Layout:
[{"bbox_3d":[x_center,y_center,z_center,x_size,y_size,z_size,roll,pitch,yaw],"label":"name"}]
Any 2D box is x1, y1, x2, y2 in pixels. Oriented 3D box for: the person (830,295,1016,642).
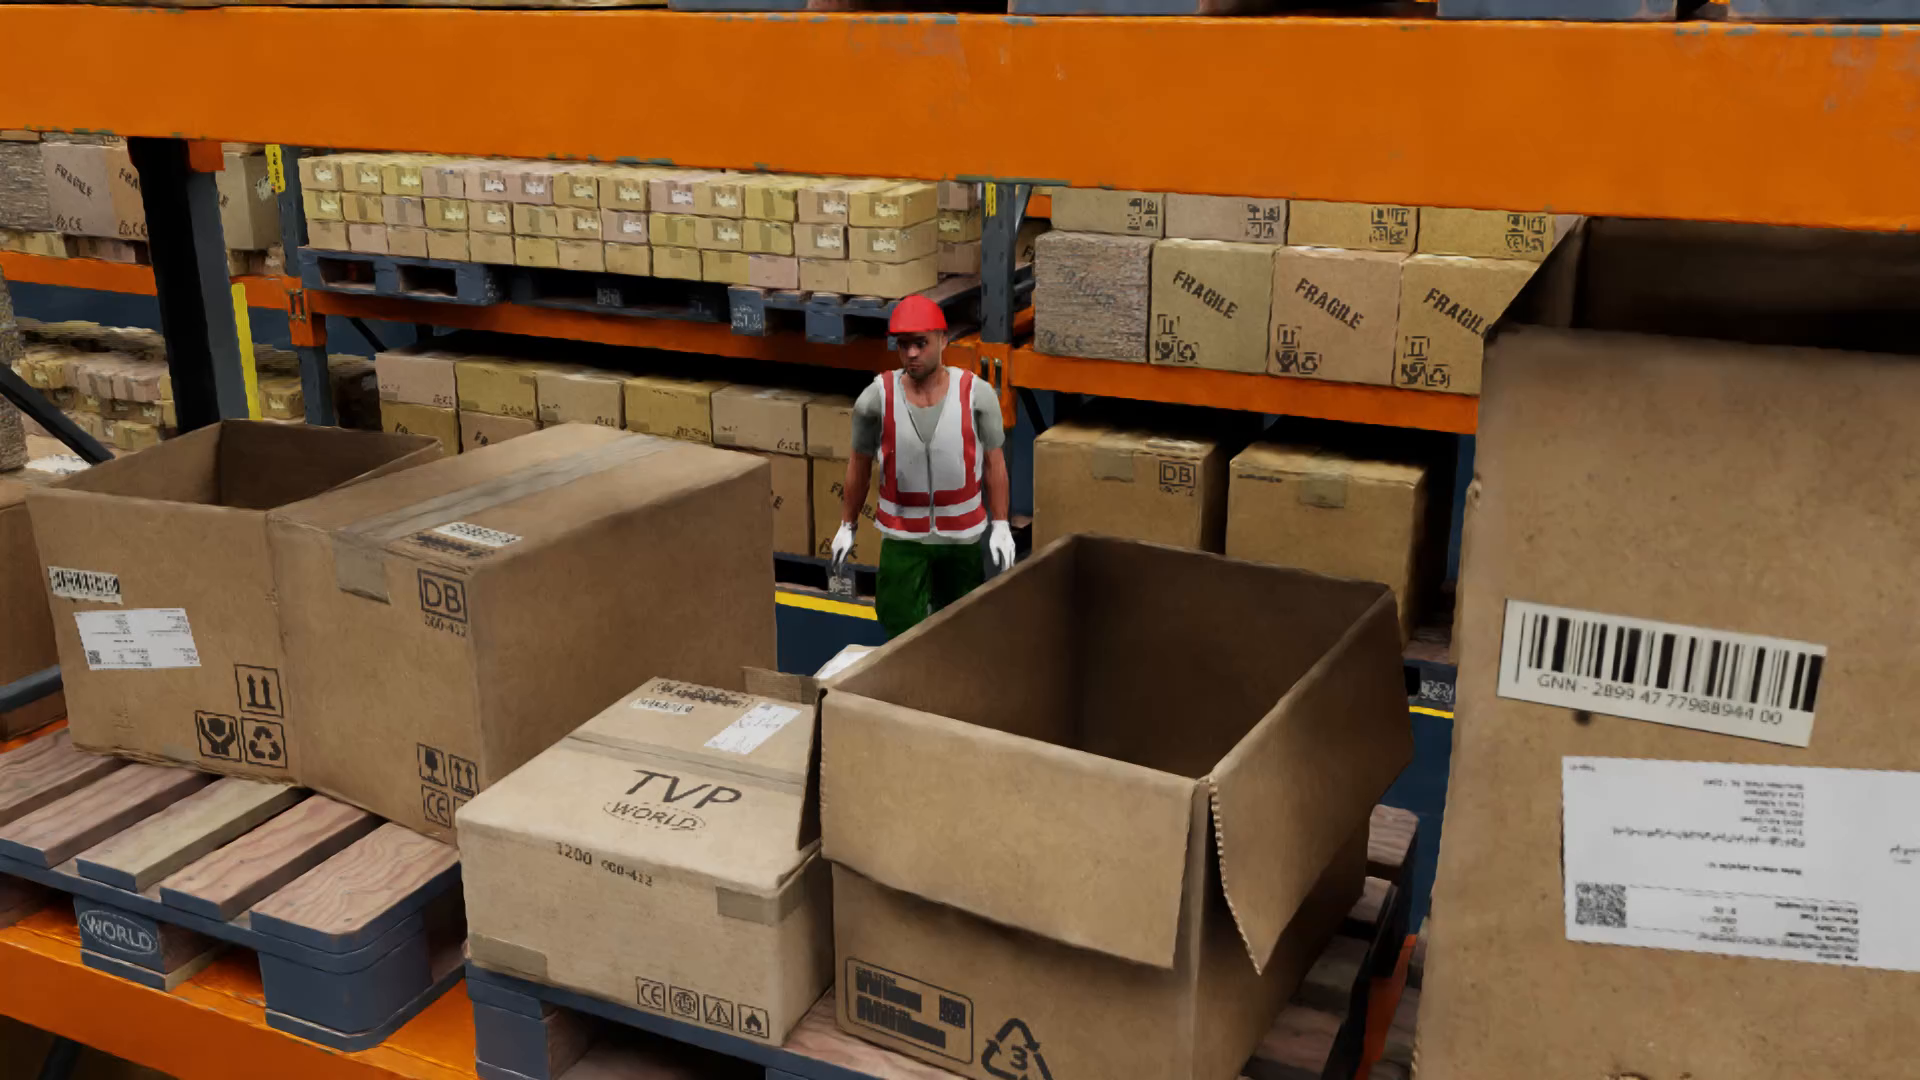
[{"bbox_3d":[-0.138,-0.022,6.100,0.678,1.783,0.618,-2,19,-5],"label":"person"}]
